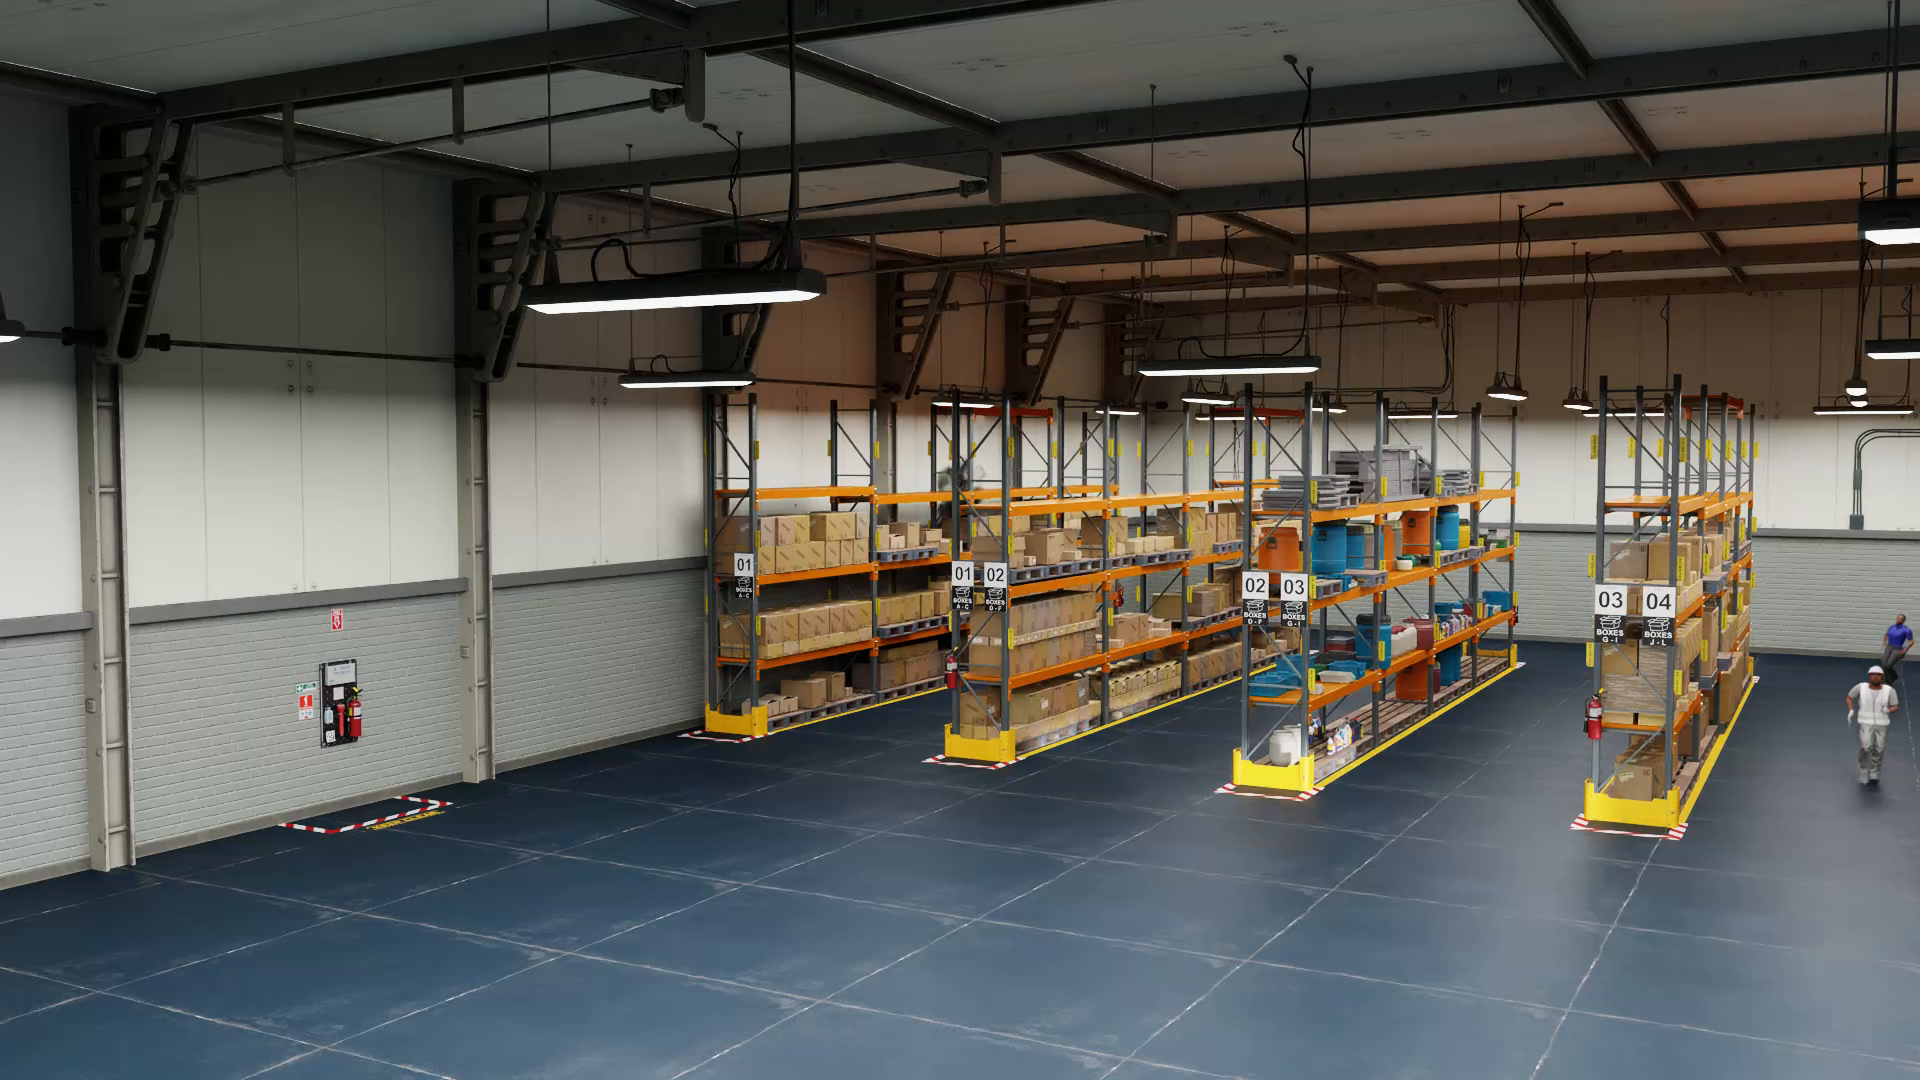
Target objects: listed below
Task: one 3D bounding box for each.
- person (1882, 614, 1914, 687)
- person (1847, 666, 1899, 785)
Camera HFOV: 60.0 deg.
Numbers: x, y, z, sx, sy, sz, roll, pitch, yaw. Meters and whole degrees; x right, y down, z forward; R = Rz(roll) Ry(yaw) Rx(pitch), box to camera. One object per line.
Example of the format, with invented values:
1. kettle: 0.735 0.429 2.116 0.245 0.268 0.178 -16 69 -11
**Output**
1. person: 19.561 2.337 34.821 0.456 1.592 0.622 -2 4 -30
2. person: 13.631 2.772 24.812 0.664 1.785 0.697 1 3 21
